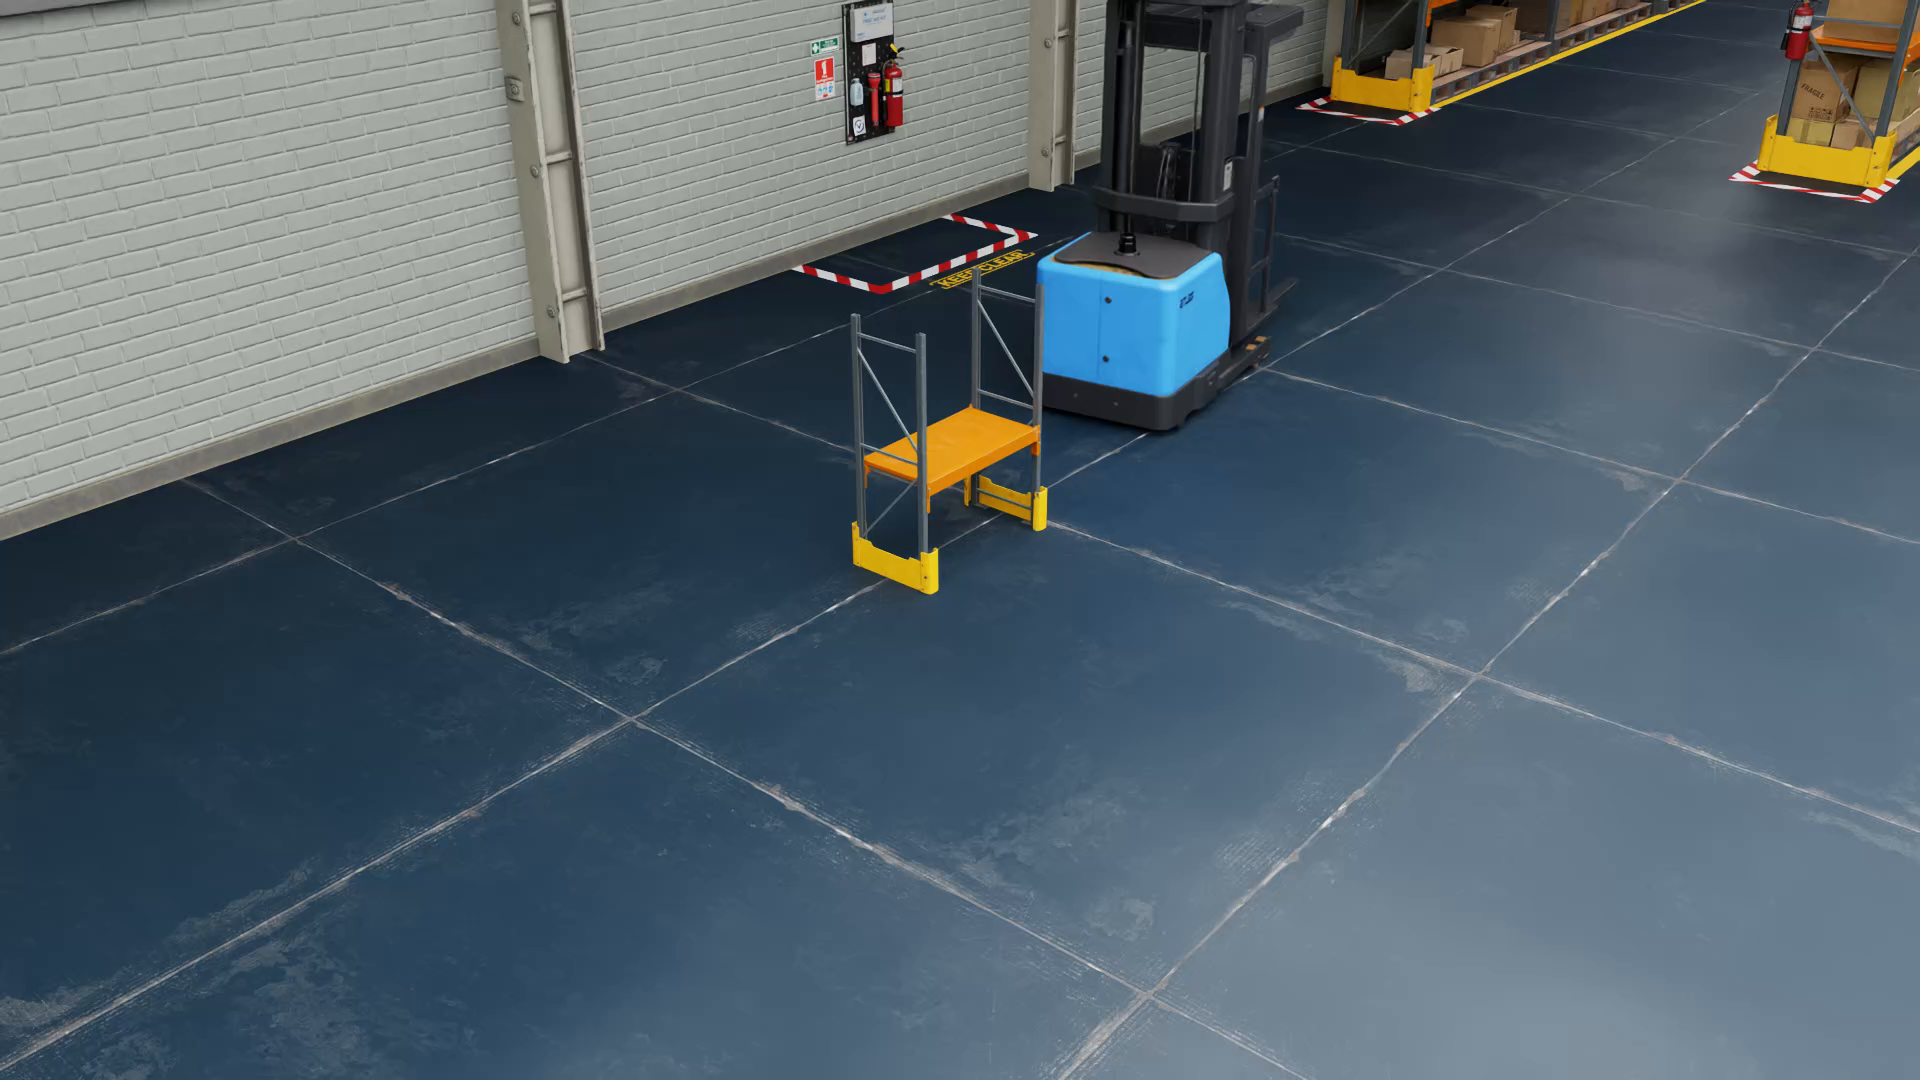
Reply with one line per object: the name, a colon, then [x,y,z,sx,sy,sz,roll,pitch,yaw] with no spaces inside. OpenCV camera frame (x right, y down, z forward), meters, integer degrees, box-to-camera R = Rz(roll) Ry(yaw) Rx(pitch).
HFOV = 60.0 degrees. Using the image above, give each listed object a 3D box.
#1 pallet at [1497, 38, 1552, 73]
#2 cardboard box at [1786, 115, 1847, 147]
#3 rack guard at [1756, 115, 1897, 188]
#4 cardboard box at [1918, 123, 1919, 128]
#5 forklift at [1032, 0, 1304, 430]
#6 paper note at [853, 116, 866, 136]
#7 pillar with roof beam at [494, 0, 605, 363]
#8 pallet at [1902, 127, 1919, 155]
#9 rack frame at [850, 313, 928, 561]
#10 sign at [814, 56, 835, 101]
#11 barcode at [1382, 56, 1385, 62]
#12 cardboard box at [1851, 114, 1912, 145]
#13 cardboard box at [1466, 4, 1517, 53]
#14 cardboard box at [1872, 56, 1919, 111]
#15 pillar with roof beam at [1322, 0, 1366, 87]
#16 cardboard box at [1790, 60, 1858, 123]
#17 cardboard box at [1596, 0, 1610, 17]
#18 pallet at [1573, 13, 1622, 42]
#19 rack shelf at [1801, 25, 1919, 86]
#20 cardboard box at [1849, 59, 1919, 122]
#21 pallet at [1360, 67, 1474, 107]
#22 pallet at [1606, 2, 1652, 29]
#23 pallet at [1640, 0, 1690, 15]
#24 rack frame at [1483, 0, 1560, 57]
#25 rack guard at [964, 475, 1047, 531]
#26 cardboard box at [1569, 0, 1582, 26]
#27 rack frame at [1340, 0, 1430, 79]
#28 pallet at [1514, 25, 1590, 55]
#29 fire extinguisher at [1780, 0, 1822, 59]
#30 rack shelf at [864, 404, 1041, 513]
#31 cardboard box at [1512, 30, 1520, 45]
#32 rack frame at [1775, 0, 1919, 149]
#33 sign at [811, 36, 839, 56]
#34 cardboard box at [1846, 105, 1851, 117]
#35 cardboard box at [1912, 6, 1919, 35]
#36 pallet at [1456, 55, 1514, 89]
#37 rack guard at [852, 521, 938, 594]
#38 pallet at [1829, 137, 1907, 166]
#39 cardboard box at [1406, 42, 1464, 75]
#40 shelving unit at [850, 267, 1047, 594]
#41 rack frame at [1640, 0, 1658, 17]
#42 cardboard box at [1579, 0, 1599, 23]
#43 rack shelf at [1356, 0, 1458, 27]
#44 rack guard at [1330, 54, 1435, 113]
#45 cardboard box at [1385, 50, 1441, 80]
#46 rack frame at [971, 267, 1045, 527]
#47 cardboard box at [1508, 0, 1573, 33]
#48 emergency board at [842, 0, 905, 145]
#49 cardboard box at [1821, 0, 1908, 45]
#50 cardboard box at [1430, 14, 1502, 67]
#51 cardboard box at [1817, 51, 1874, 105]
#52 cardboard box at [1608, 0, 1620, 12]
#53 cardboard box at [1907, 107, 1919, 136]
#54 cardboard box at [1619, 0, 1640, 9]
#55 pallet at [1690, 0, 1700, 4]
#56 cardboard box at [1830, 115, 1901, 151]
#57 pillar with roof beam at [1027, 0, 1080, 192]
pallet: [7.084,-6.434,21.957,1.003,0.211,1.213,21,34,34]
cardboard box: [8.878,-4.298,17.329,0.500,0.250,0.500,21,34,34]
rack guard: [8.750,-3.938,16.817,1.175,0.500,0.348,21,34,34]
cardboard box: [10.233,-4.678,18.064,0.500,0.250,0.500,21,34,34]
forklift: [1.665,-2.667,11.715,1.130,2.935,3.031,15,31,26]
paper note: [-0.866,-3.578,14.360,0.016,0.148,0.142,21,34,34]
pillar with roof beam: [0.407,-4.155,7.989,9.100,9.000,0.400,21,34,34]
pallet: [9.995,-4.532,18.280,1.003,0.211,1.213,21,34,34]
rack frame: [-0.378,-0.456,8.999,0.500,1.500,0.032,21,34,34]
sign: [-1.131,-3.861,13.911,0.001,0.329,0.234,21,34,34]
barcode: [5.152,-5.850,20.232,0.001,0.075,0.075,21,34,34]
cardboard box: [9.593,-4.325,17.381,0.500,0.250,0.500,21,34,34]
cardboard box: [6.855,-6.626,21.536,0.500,0.500,0.500,18,32,31]
cardboard box: [9.902,-4.839,17.558,0.500,0.500,0.500,21,34,34]
pillar with roof beam: [8.040,-8.410,16.213,9.100,9.000,0.400,21,34,34]
cardboard box: [8.876,-4.632,17.158,0.500,0.500,0.500,21,34,34]
cardboard box: [8.899,-7.821,23.845,0.700,0.500,0.500,21,34,34]
pallet: [8.754,-7.393,23.812,1.003,0.211,1.213,21,34,34]
rack shelf: [10.037,-5.446,17.795,1.077,0.370,4.000,21,34,34]
cardboard box: [9.594,-4.658,17.208,0.500,0.500,0.500,21,34,34]
pallet: [5.532,-5.569,20.285,1.003,0.211,1.213,21,34,34]
pallet: [9.530,-7.824,24.644,1.003,0.211,1.213,21,34,34]
pallet: [10.588,-8.358,25.677,1.003,0.211,1.213,21,34,34]
rack frame: [7.484,-7.921,21.797,1.000,3.000,0.127,21,34,34]
rack guard: [0.268,-0.261,9.982,0.587,0.250,0.087,21,34,34]
cardboard box: [8.230,-7.470,23.166,0.700,0.500,0.500,20,33,33]
rack frame: [4.940,-6.503,19.055,1.000,3.000,0.127,21,34,34]
pallet: [7.978,-6.959,22.972,1.003,0.211,1.213,21,34,34]
fire extinguisher: [8.331,-5.116,16.459,0.296,0.674,0.183,21,34,34]
rack shelf: [-0.054,-0.476,9.430,0.538,0.185,1.000,21,34,34]
cardboard box: [7.167,-6.659,21.963,0.380,0.166,0.250,16,31,28]
rack frame: [8.765,-5.056,16.259,1.000,3.000,0.127,21,34,34]
sign: [-1.121,-4.096,13.787,0.001,0.109,0.331,21,34,34]
cardboard box: [9.187,-4.479,17.679,0.500,0.250,0.500,21,34,34]
cardboard box: [9.402,-5.450,16.912,0.700,0.500,0.500,22,34,36]
pallet: [6.309,-5.999,21.117,1.003,0.211,1.213,21,34,34]
rack guard: [-0.365,0.093,9.299,0.587,0.250,0.087,21,34,34]
pallet: [9.219,-4.101,17.448,1.003,0.211,1.213,21,34,34]
cardboard box: [5.812,-5.925,20.386,0.500,0.311,0.500,24,36,38]
shelving unit: [-0.048,-0.639,9.353,0.587,1.500,1.083,21,34,34]
rack frame: [10.029,-9.339,24.538,1.000,3.000,0.127,21,34,34]
cardboard box: [8.585,-7.639,23.493,0.700,0.500,0.500,21,34,35]
rack shelf: [6.212,-6.892,20.591,1.077,0.370,4.000,21,34,34]
rack guard: [4.988,-5.419,19.682,1.175,0.500,0.348,21,34,34]
cardboard box: [5.450,-5.723,19.995,0.500,0.311,0.500,17,32,29]
rack frame: [0.269,-0.816,9.695,0.500,1.500,0.032,21,34,34]
cardboard box: [7.940,-7.272,22.784,0.700,0.500,0.500,22,35,36]
emergency board: [-0.700,-4.011,14.240,0.194,1.169,0.643,21,34,34]
cardboard box: [9.072,-5.262,16.549,0.700,0.500,0.500,21,34,34]
cardboard box: [6.317,-6.254,20.817,0.700,0.500,0.500,18,33,31]
cardboard box: [9.501,-4.991,17.852,0.500,0.500,0.500,21,34,34]
cardboard box: [9.193,-8.005,24.201,0.700,0.500,0.500,21,34,34]
cardboard box: [9.911,-4.502,17.724,0.500,0.250,0.500,21,34,34]
cardboard box: [9.611,-8.154,24.489,0.700,0.500,0.500,21,34,35]
pallet: [11.364,-8.789,26.509,1.003,0.211,1.213,21,34,34]
cardboard box: [9.278,-4.147,17.036,0.500,0.250,0.500,21,34,34]
pillar with roof beam: [4.223,-6.283,12.101,9.100,9.000,0.400,21,34,34]
